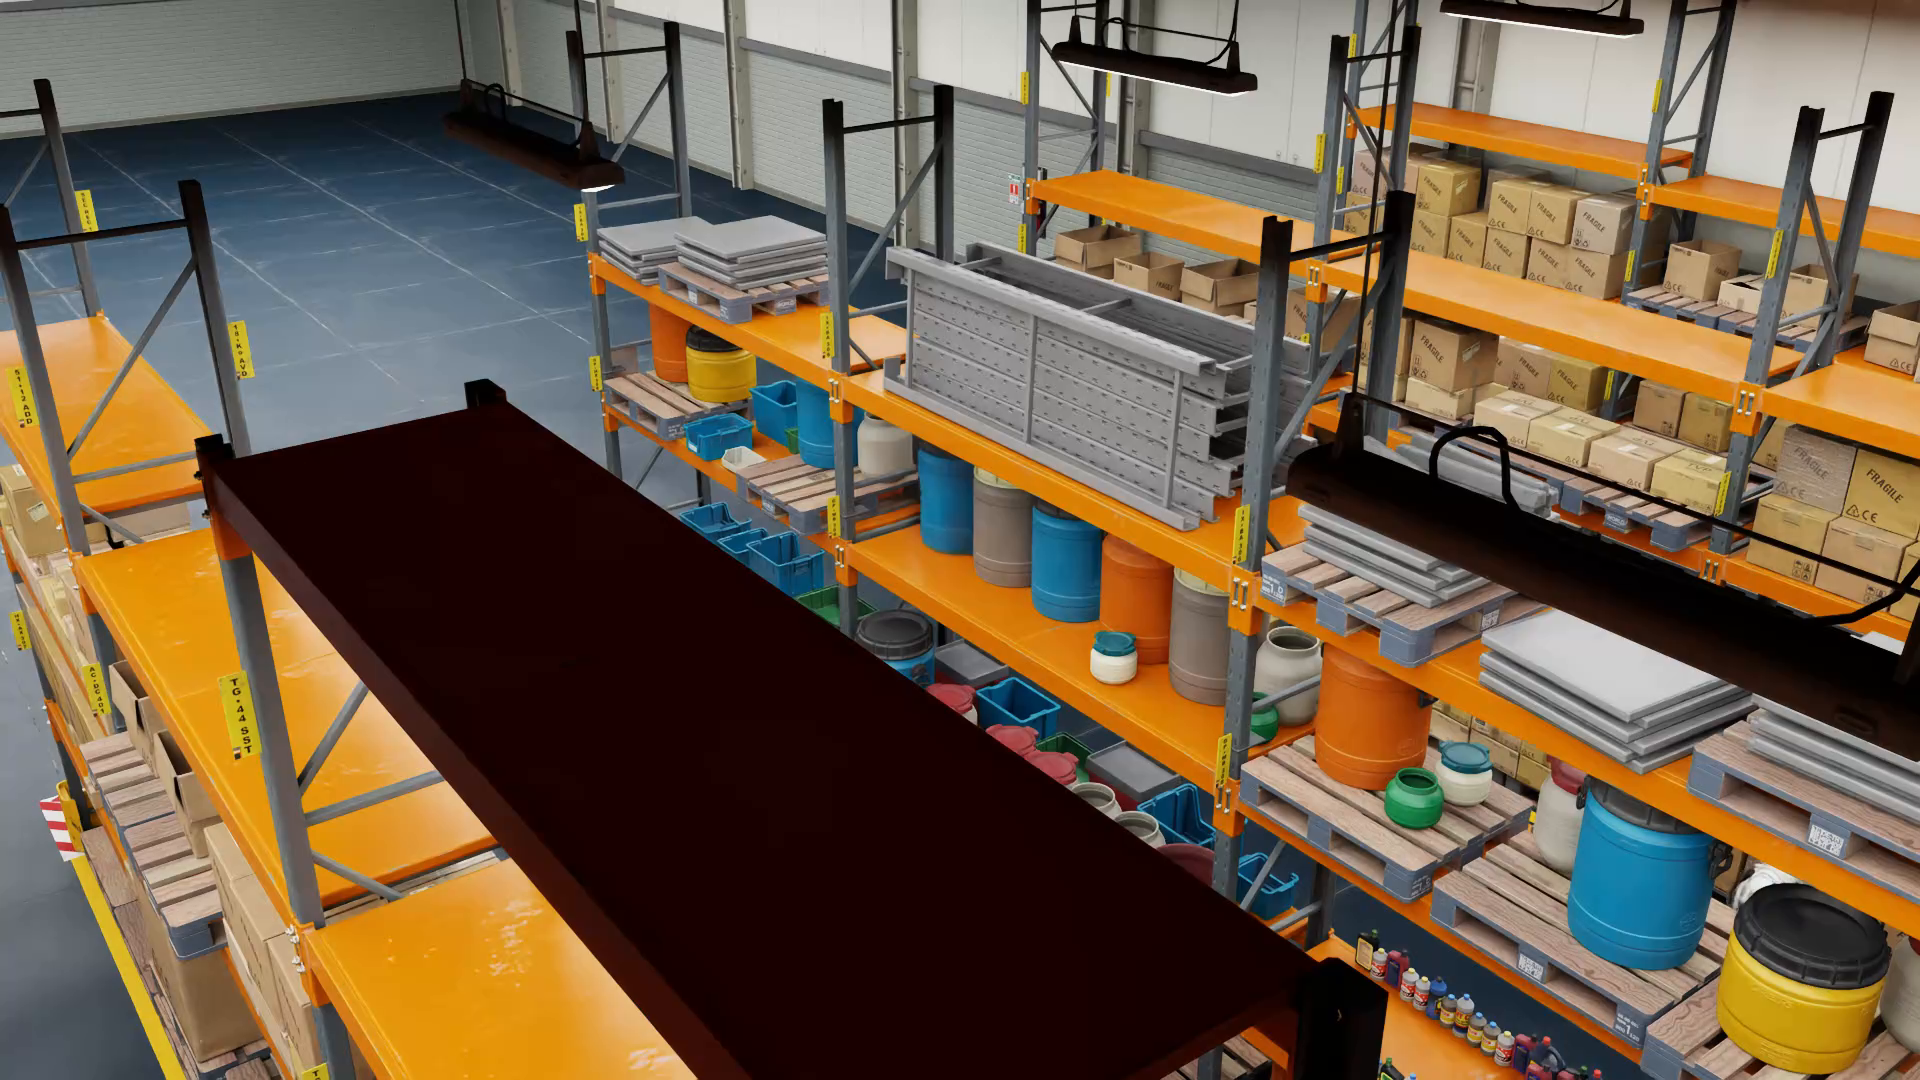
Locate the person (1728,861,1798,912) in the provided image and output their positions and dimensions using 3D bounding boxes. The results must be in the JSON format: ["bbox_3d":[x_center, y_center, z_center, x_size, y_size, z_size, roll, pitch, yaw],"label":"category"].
[{"bbox_3d":[5.414,2.633,11.316,0.521,1.594,1.054,-20,31,-36],"label":"person"}]
